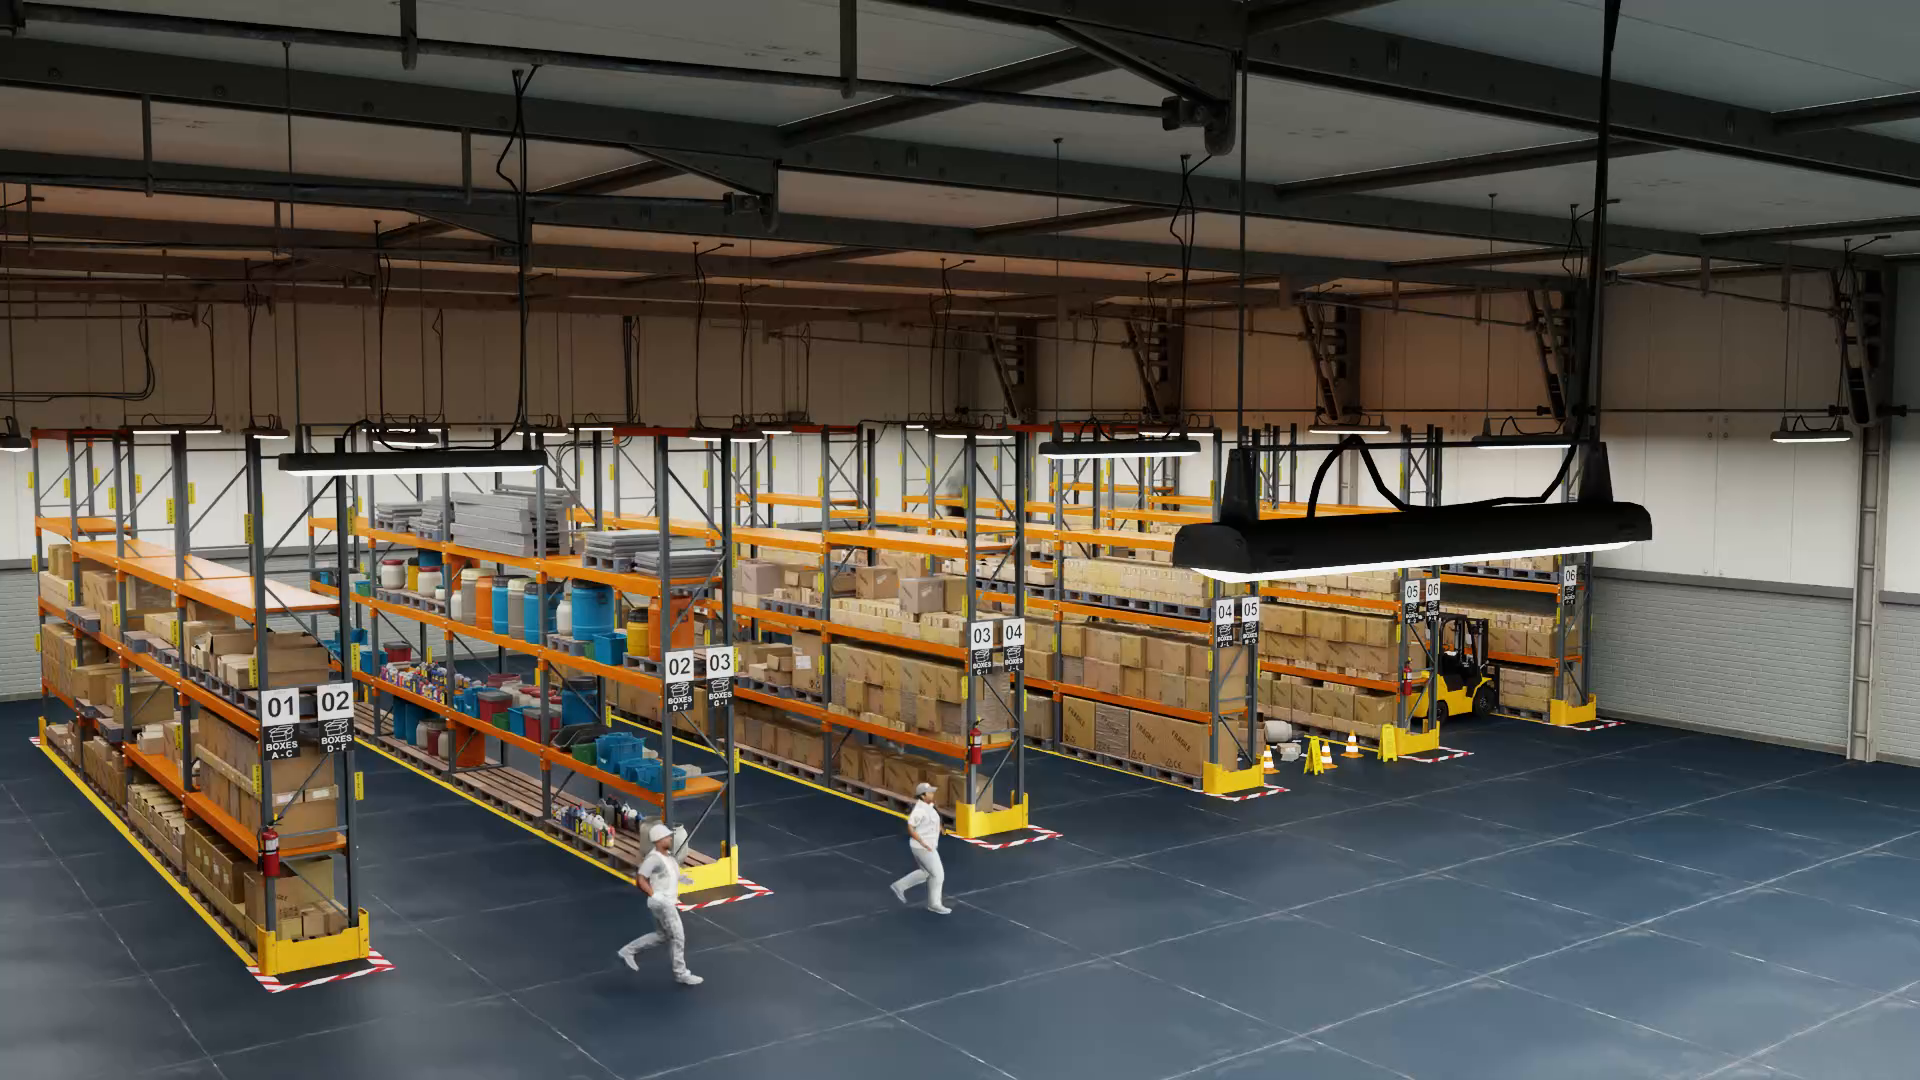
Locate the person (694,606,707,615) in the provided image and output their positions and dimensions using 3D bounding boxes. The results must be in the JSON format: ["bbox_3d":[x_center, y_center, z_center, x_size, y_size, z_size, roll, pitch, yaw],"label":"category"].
[{"bbox_3d":[-6.286,2.313,40.362,0.739,1.809,0.698,2,5,20],"label":"person"}]

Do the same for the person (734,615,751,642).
[{"bbox_3d":[-5.474,2.170,41.820,0.908,1.737,0.759,0,4,4],"label":"person"}]

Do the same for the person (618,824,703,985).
[{"bbox_3d":[-3.308,4.013,18.290,0.936,1.784,0.672,0,4,-5],"label":"person"}]

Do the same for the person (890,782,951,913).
[{"bbox_3d":[-0.498,3.874,20.956,0.776,1.669,0.601,0,4,1],"label":"person"}]

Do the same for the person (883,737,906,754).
[{"bbox_3d":[-1.144,3.086,30.692,0.569,1.713,0.799,-4,6,-41],"label":"person"}]
